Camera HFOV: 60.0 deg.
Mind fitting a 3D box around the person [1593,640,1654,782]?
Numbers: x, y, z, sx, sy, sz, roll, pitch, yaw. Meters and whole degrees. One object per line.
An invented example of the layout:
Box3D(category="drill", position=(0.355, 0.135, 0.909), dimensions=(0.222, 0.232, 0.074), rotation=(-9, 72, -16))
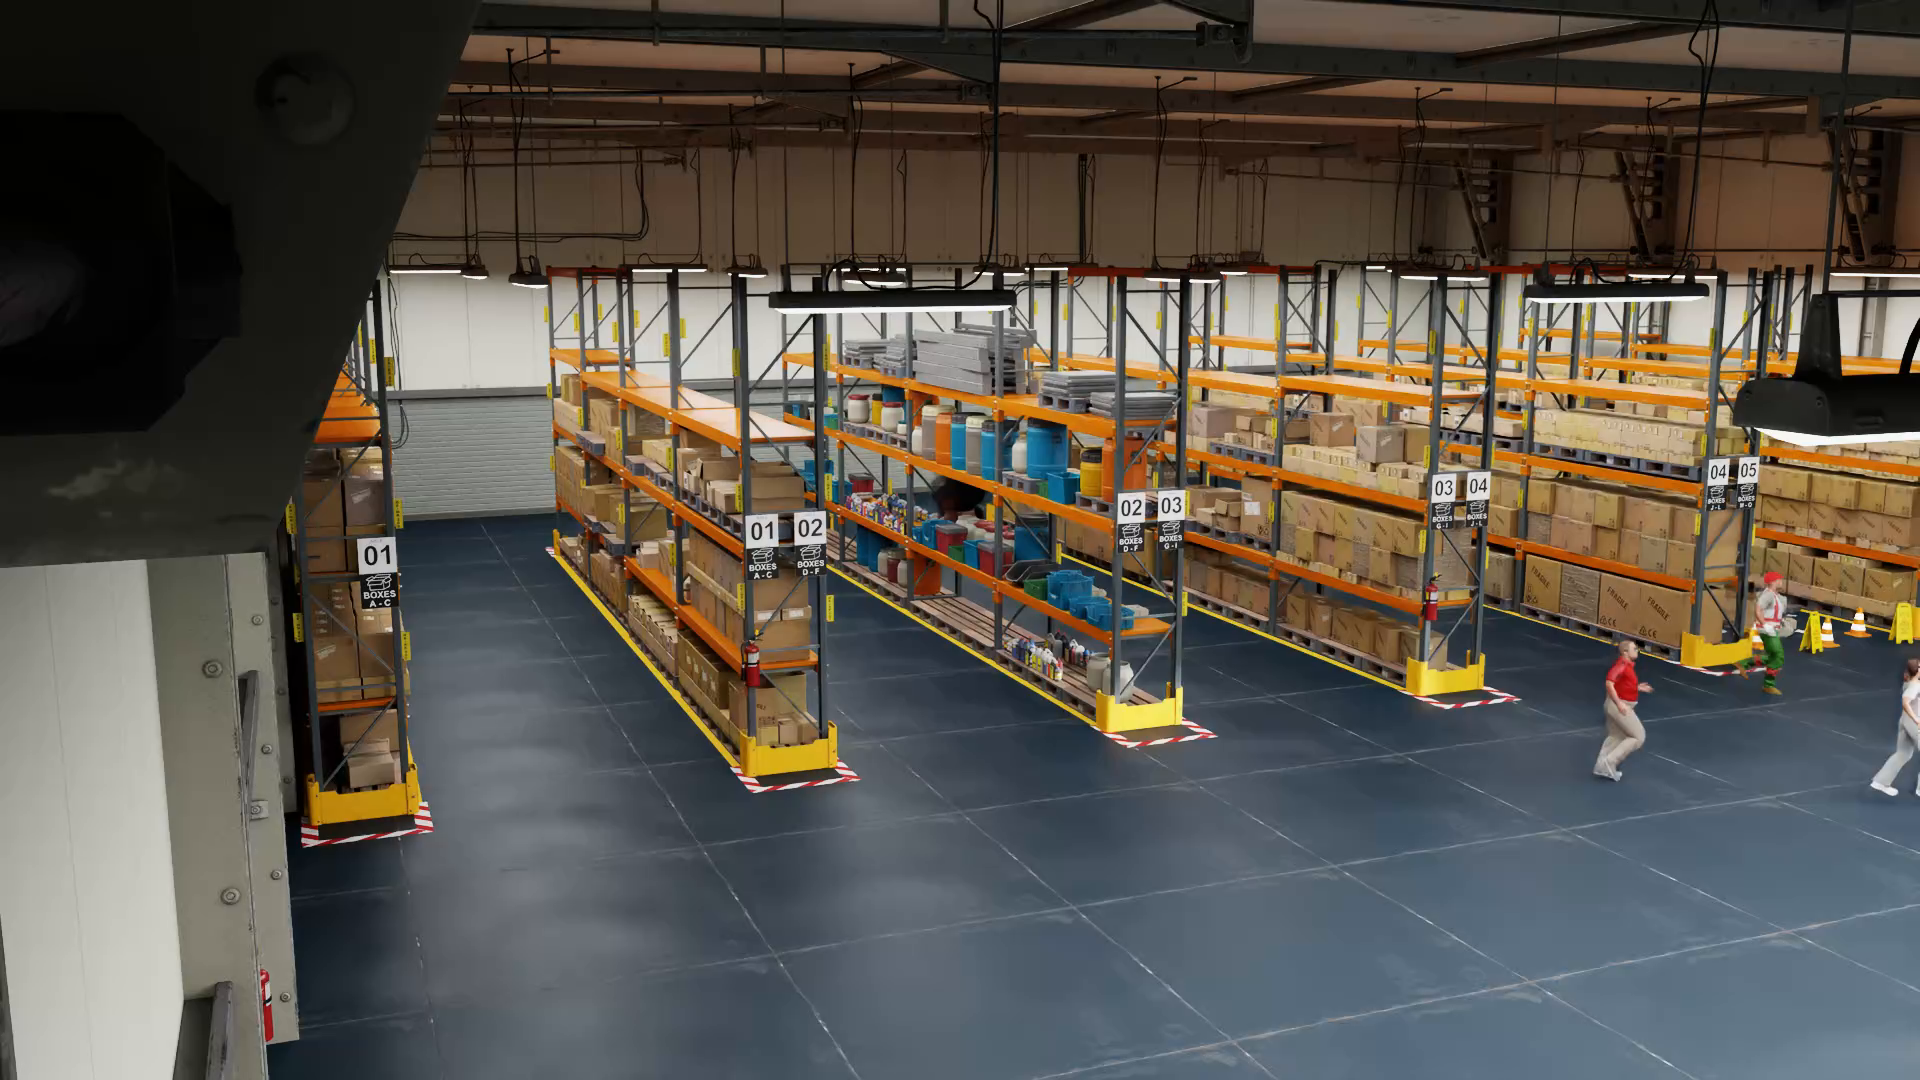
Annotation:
Box3D(category="person", position=(8.024, 2.047, 20.033), dimensions=(0.640, 1.711, 0.638), rotation=(2, 10, 11))

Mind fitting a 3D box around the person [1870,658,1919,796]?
Box3D(category="person", position=(10.971, 2.200, 19.169), dimensions=(0.742, 1.719, 0.551), rotation=(1, 10, 8))

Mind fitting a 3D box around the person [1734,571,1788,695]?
Box3D(category="person", position=(11.690, 1.326, 24.175), dimensions=(0.707, 1.760, 0.709), rotation=(7, 12, 35))
